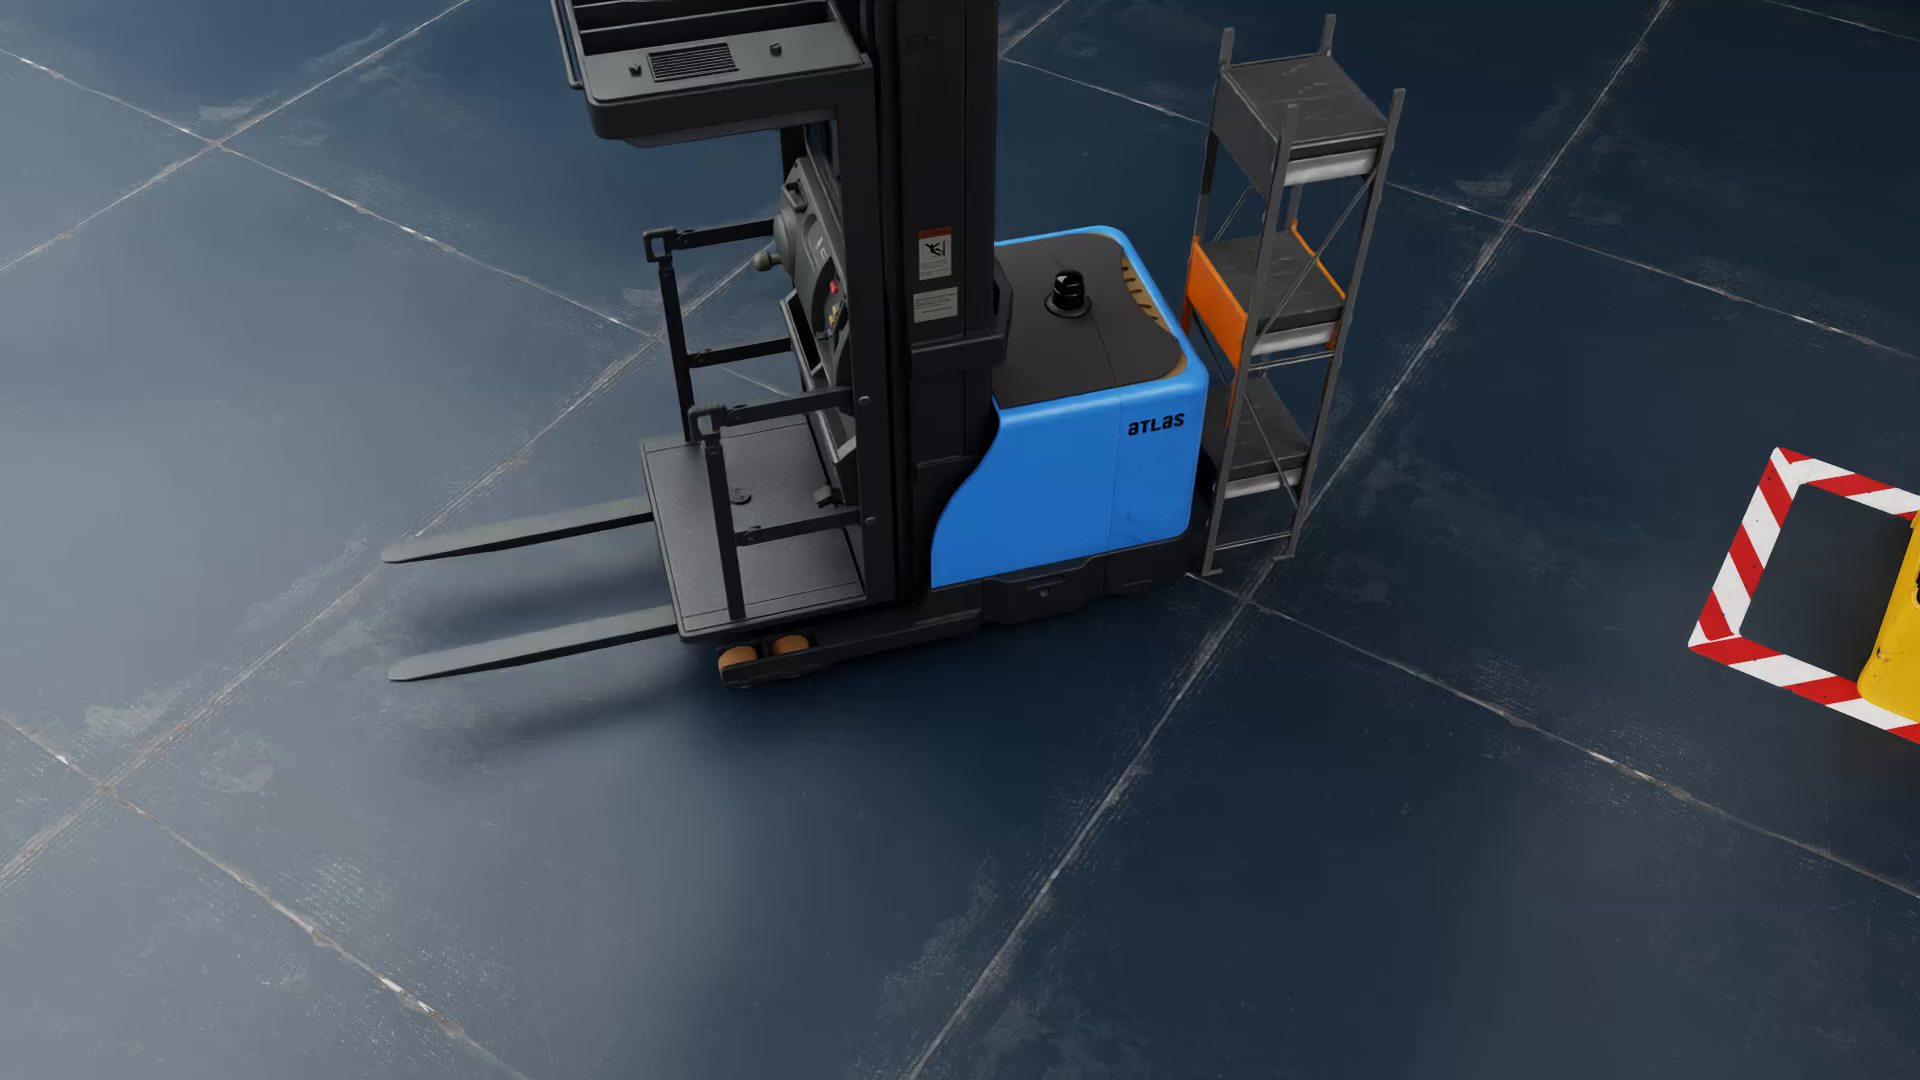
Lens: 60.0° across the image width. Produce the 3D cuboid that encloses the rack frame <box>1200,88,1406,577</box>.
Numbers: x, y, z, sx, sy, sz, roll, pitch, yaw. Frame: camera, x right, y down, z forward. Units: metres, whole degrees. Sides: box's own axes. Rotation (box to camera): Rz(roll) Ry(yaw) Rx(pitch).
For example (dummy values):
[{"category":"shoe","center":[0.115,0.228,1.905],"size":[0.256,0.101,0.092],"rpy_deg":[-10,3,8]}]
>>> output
[{"category":"rack frame","center":[1.171,-0.632,5.892],"size":[0.400,2.100,0.015],"rpy_deg":[-11,47,-13]}]

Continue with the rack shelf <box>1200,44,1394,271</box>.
[{"category":"rack shelf","center":[1.117,-1.281,5.566],"size":[0.431,0.518,0.480],"rpy_deg":[-11,47,-13]}]

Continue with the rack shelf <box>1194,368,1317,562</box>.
[{"category":"rack shelf","center":[1.083,-0.299,6.563],"size":[0.431,0.518,0.480],"rpy_deg":[-11,47,-13]}]

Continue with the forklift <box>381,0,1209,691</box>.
[{"category":"forklift","center":[-0.681,-0.890,5.572],"size":[3.031,2.935,1.130],"rpy_deg":[-12,47,-11]}]

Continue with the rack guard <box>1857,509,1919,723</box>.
[{"category":"rack guard","center":[3.783,0.120,6.285],"size":[0.348,0.500,1.175],"rpy_deg":[25,51,22]}]

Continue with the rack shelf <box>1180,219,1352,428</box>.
[{"category":"rack shelf","center":[1.100,-0.790,6.064],"size":[0.431,0.518,0.480],"rpy_deg":[-11,47,-13]}]

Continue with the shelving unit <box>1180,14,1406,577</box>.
[{"category":"shelving unit","center":[1.100,-0.799,6.055],"size":[0.431,2.100,0.503],"rpy_deg":[-11,47,-13]}]

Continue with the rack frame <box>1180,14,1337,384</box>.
[{"category":"rack frame","center":[1.029,-0.967,6.217],"size":[0.400,2.100,0.015],"rpy_deg":[-11,47,-13]}]
